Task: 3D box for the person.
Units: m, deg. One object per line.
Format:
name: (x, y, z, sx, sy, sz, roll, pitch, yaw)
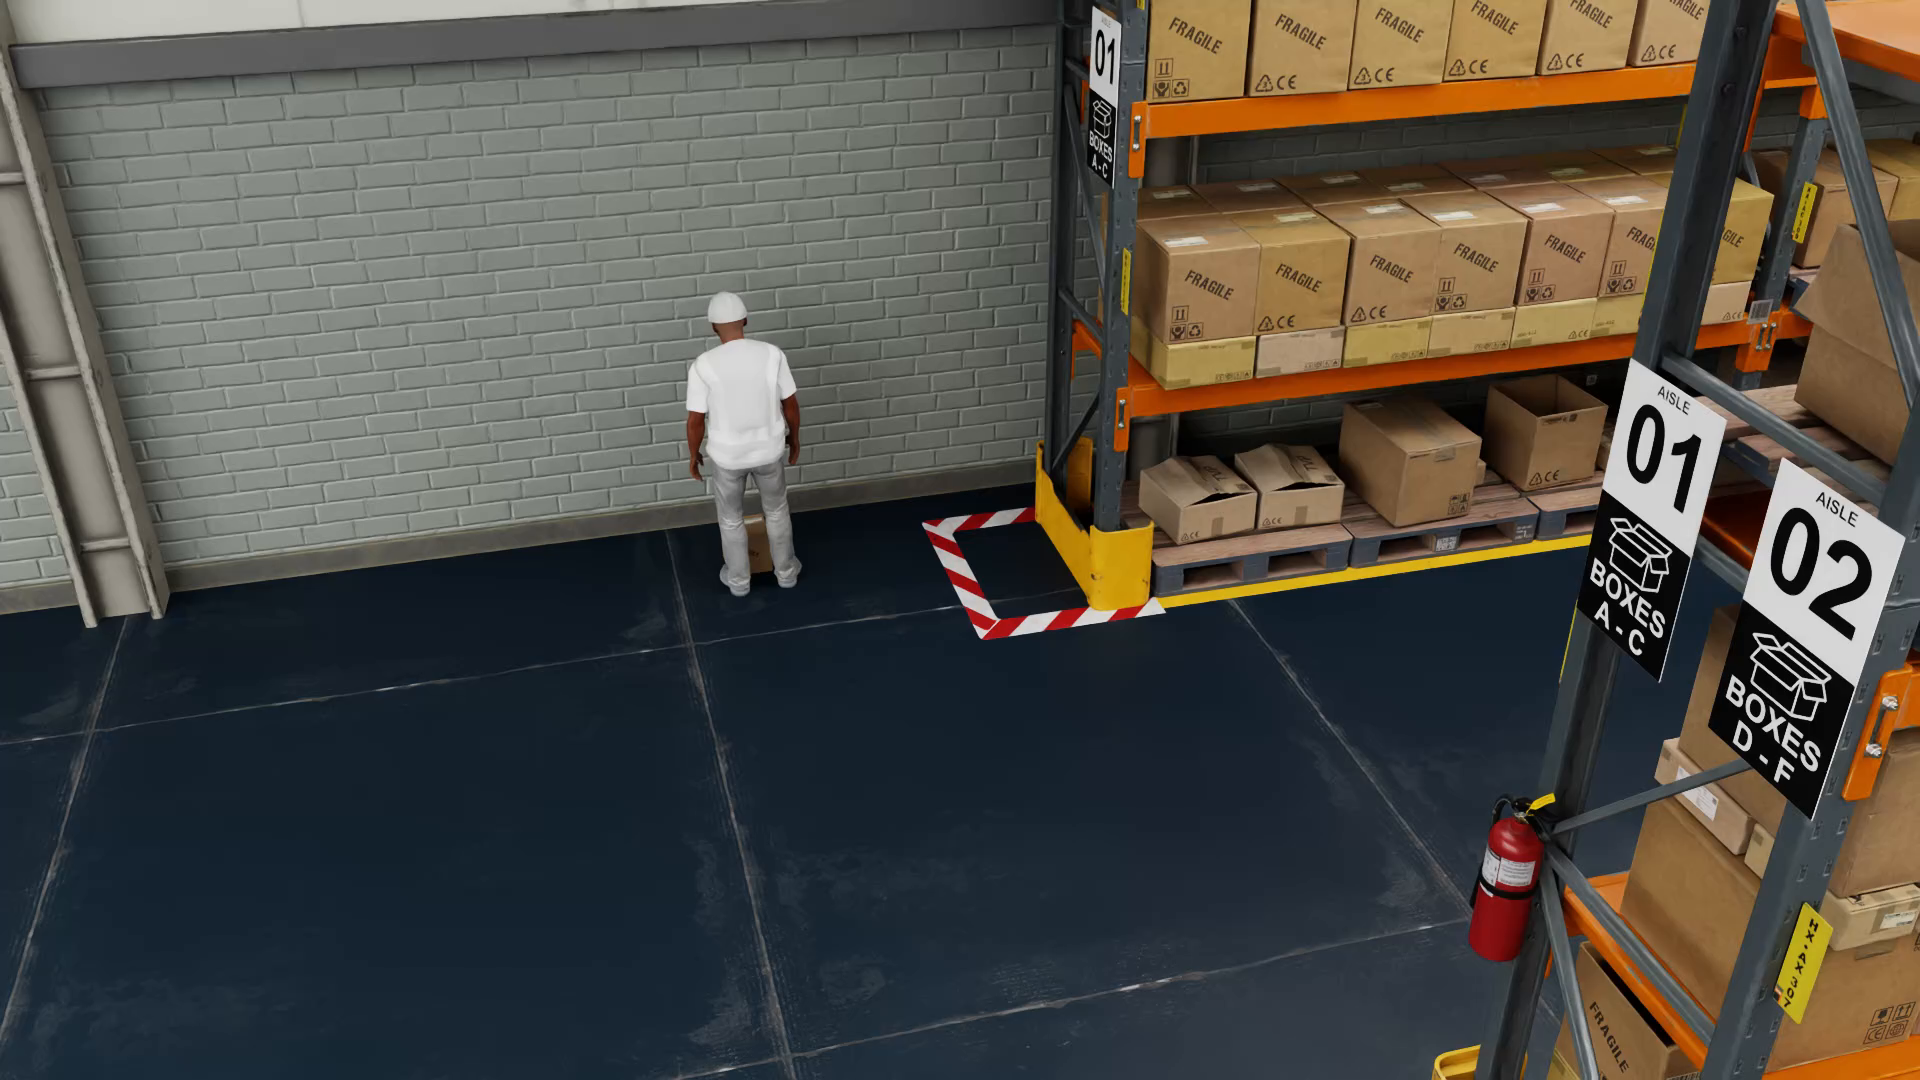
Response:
person: (-1.181, -0.513, 9.109, 0.632, 1.759, 0.462, -10, 31, -16)
